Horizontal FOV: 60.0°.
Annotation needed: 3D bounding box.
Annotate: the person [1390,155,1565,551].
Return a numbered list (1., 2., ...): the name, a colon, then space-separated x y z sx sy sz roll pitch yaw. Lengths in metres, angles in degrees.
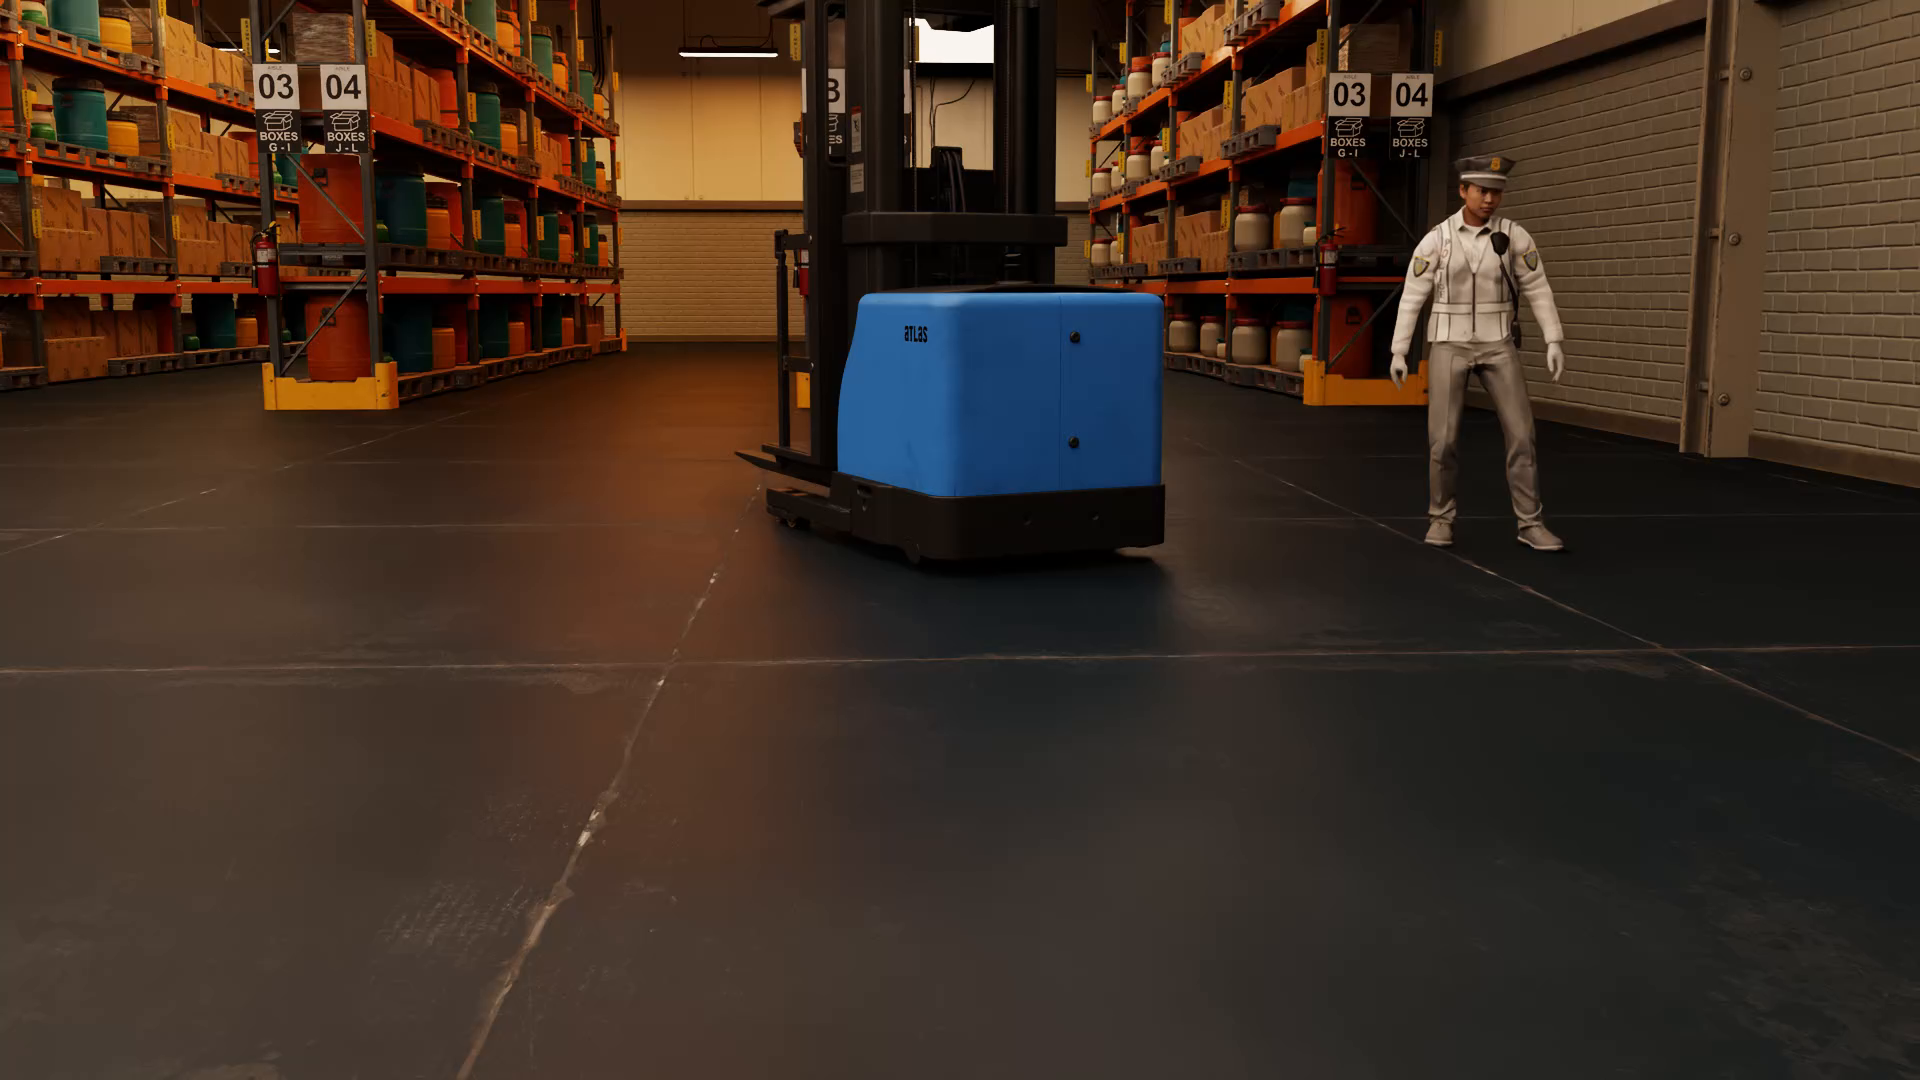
1. person: 2.209 -0.791 7.068 0.734 1.642 0.364 2 9 12

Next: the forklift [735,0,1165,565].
1. forklift: -0.264 -1.530 7.637 1.130 2.935 3.031 -4 9 -25
